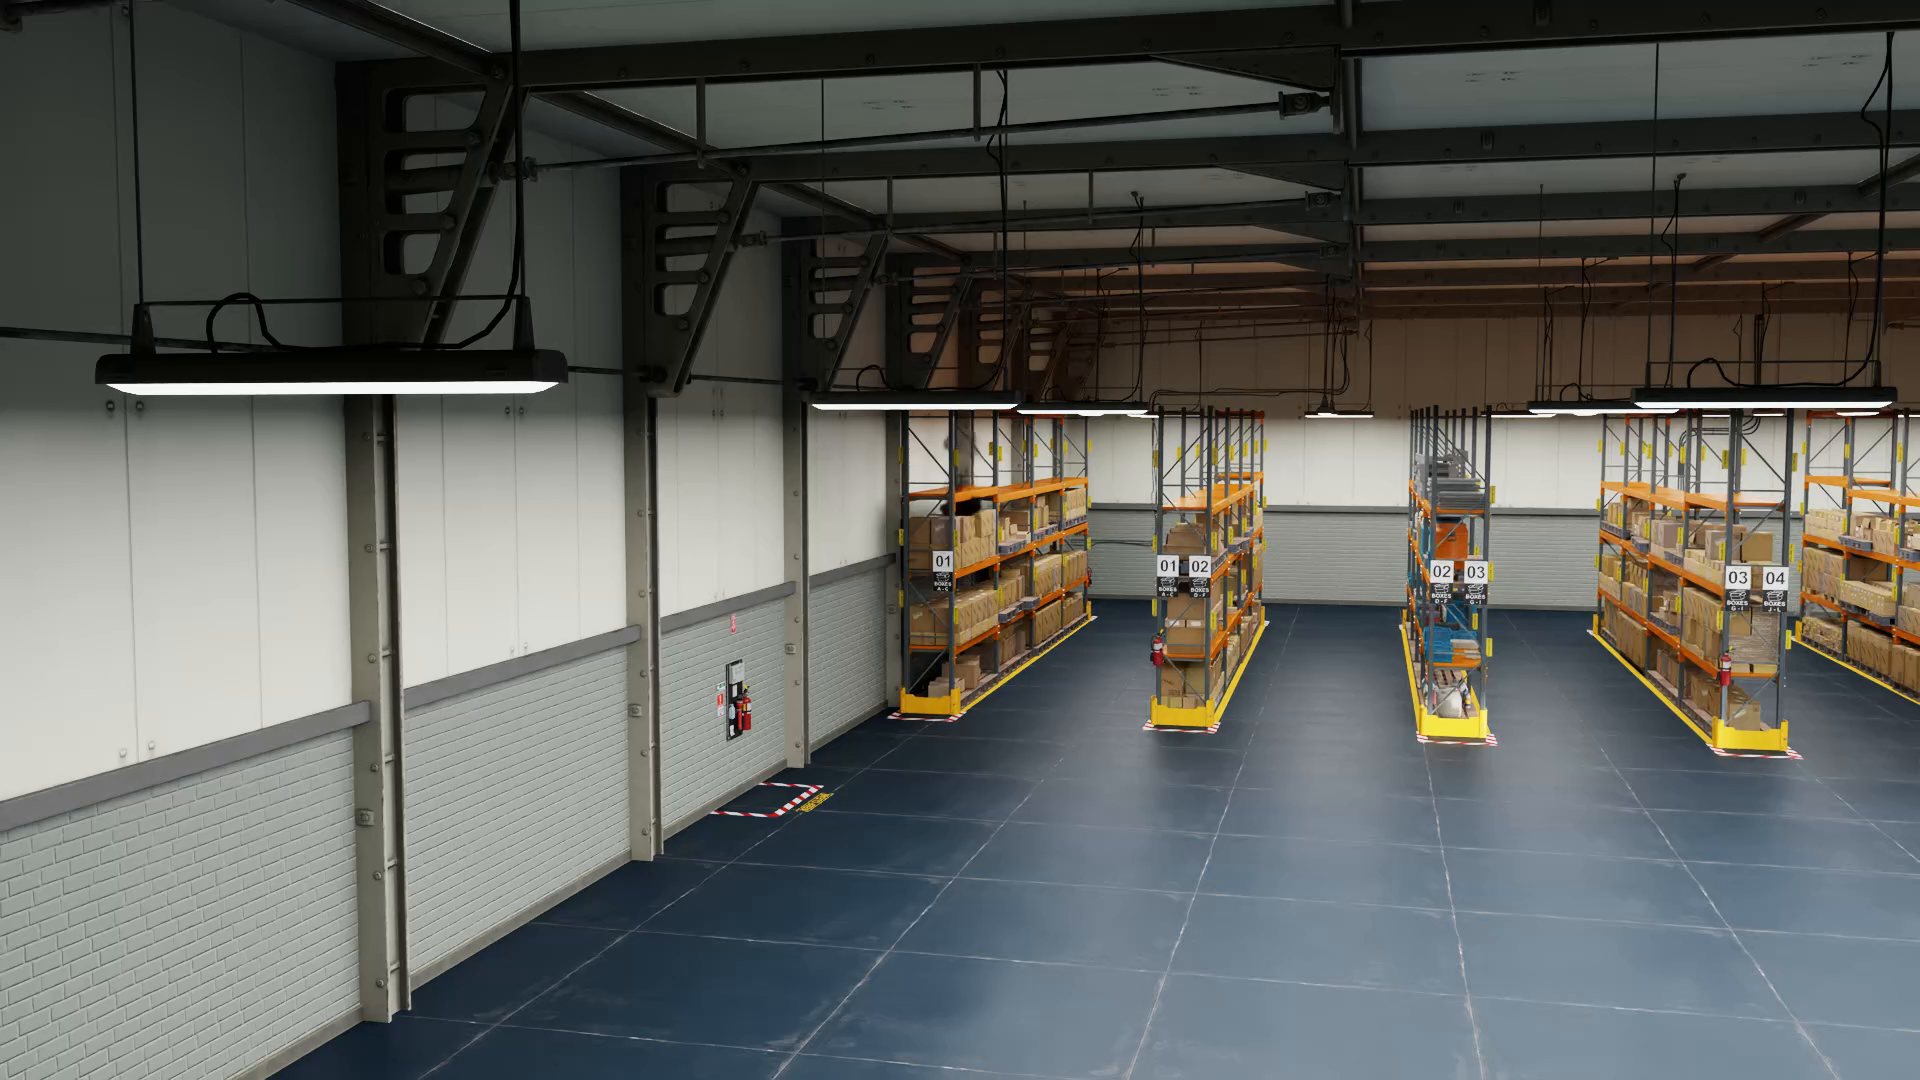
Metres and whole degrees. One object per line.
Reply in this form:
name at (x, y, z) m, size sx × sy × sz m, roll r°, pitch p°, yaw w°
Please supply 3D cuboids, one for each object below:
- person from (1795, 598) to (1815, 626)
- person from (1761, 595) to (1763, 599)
person at (22.747, 1.694, 44.709) m, size 0.604 × 1.660 × 0.596 m, roll -1°, pitch 4°, yaw -9°
person at (19.324, 1.996, 39.941) m, size 0.714 × 1.733 × 0.791 m, roll 1°, pitch 4°, yaw 10°
